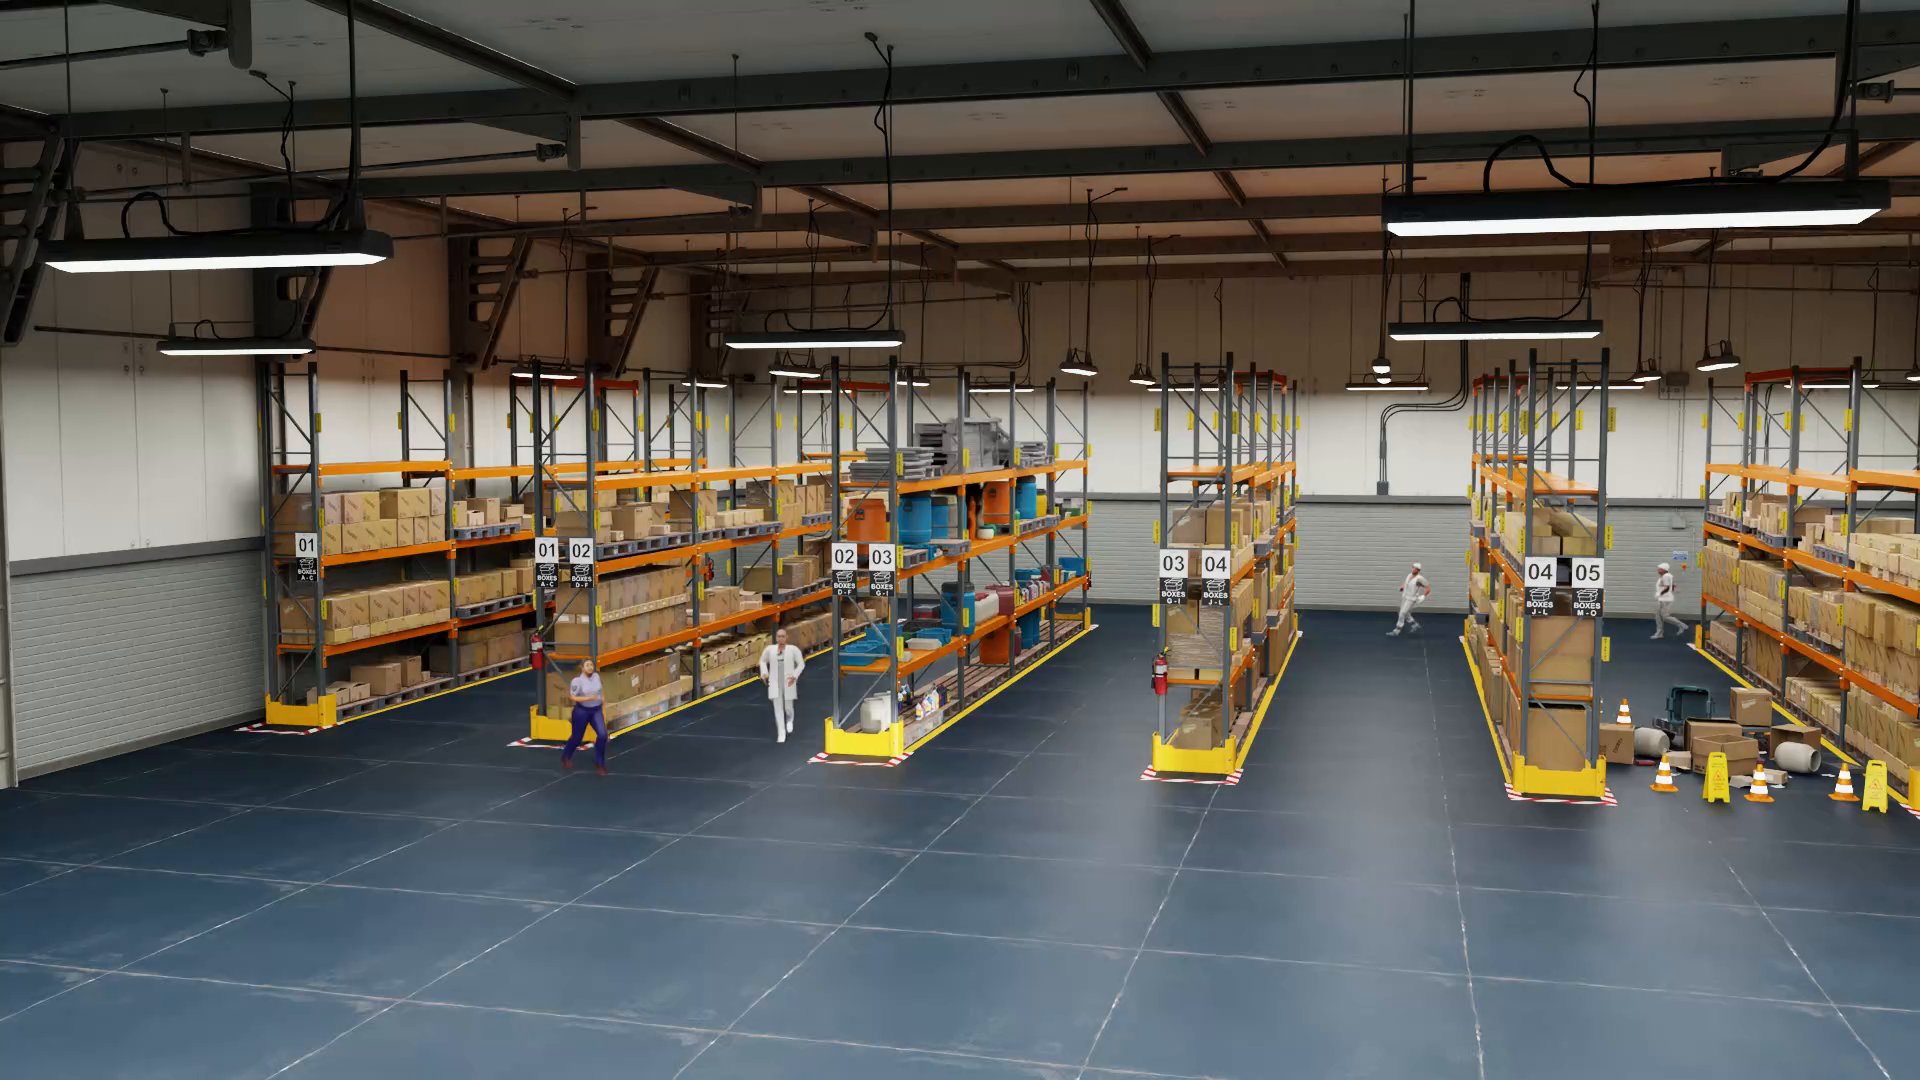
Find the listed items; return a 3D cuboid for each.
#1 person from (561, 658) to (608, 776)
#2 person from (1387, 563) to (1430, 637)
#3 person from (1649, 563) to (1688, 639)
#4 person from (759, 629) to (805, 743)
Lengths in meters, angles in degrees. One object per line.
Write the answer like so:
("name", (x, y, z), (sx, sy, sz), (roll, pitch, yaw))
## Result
("person", (-5.334, 2.519, 23.776), (0.611, 1.697, 0.848), (-4, 5, -41))
("person", (10.427, 1.395, 38.690), (0.951, 1.731, 0.724), (-1, 4, -19))
("person", (16.346, 1.422, 38.326), (0.834, 1.790, 0.690), (2, 4, 26))
("person", (-2.819, 2.276, 26.280), (0.733, 1.753, 0.779), (0, 4, -1))
